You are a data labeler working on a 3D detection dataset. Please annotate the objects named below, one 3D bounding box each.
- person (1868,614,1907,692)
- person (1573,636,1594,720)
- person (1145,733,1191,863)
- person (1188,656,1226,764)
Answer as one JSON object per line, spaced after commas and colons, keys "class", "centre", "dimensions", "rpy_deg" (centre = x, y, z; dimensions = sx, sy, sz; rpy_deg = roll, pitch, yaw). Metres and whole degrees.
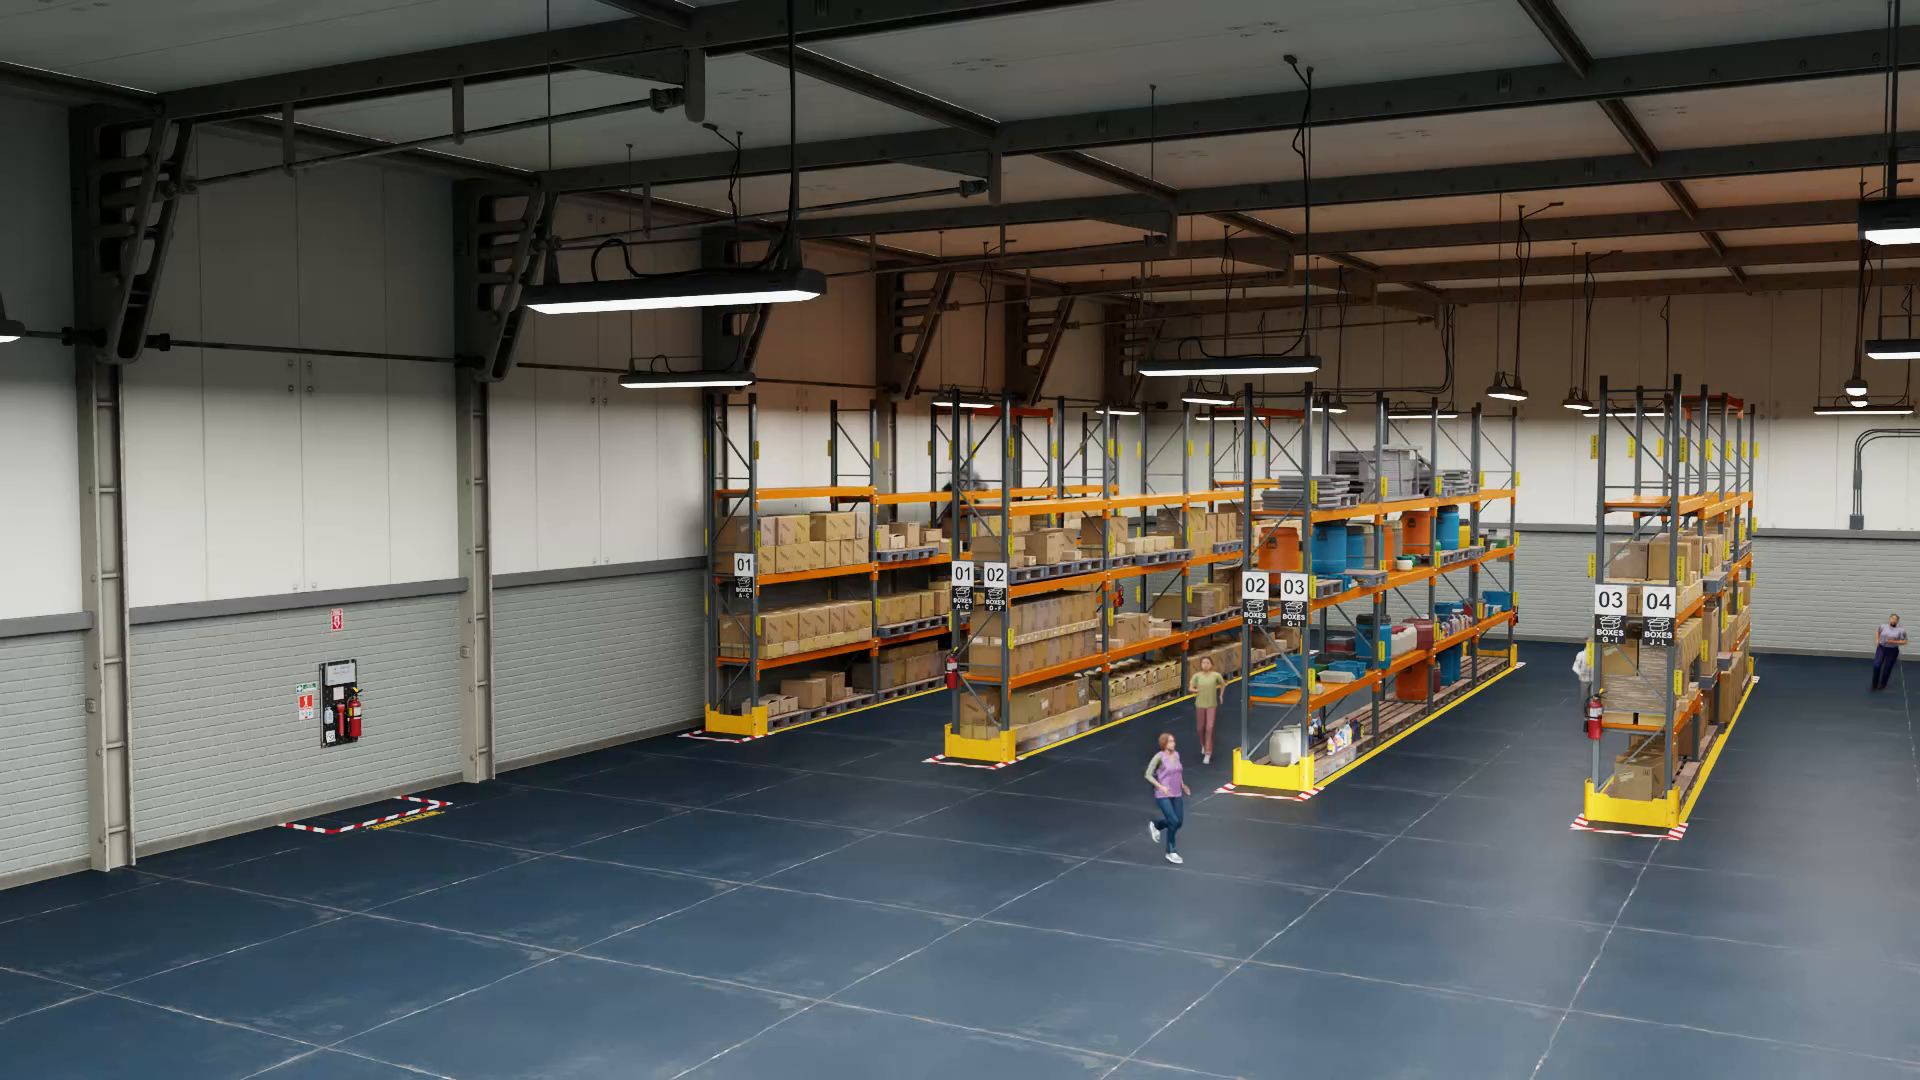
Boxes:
{"class": "person", "centre": [19.222, 2.360, 34.421], "dimensions": [0.684, 1.694, 0.678], "rpy_deg": [2, 4, 35]}
{"class": "person", "centre": [11.336, 2.547, 29.901], "dimensions": [0.600, 1.681, 0.892], "rpy_deg": [1, 3, 20]}
{"class": "person", "centre": [2.497, 3.133, 20.368], "dimensions": [0.540, 1.567, 0.604], "rpy_deg": [-2, 4, -37]}
{"class": "person", "centre": [3.960, 2.694, 26.757], "dimensions": [0.568, 1.670, 0.952], "rpy_deg": [1, 3, 16]}
